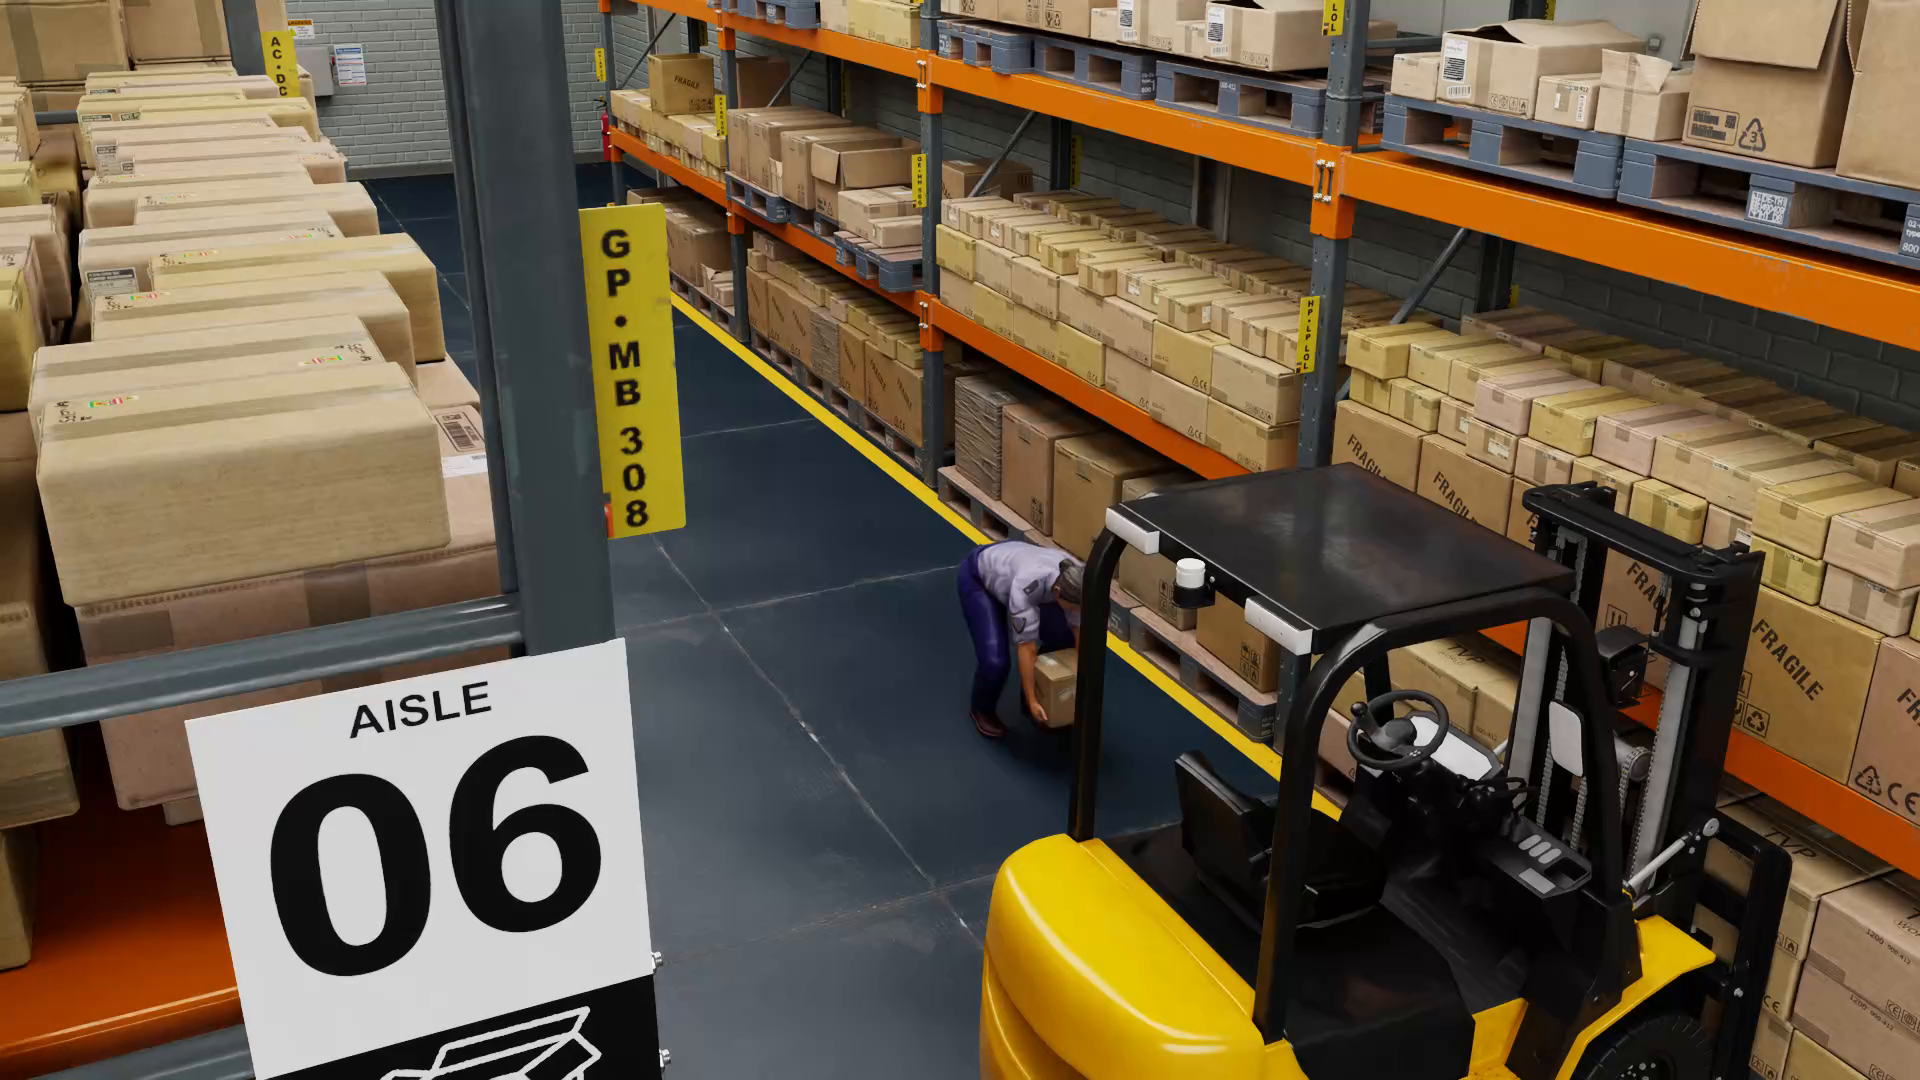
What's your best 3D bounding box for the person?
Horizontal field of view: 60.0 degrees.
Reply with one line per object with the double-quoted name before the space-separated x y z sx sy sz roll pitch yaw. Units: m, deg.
"person" 0.329 0.470 7.805 0.501 1.015 0.892 -12 25 -26
